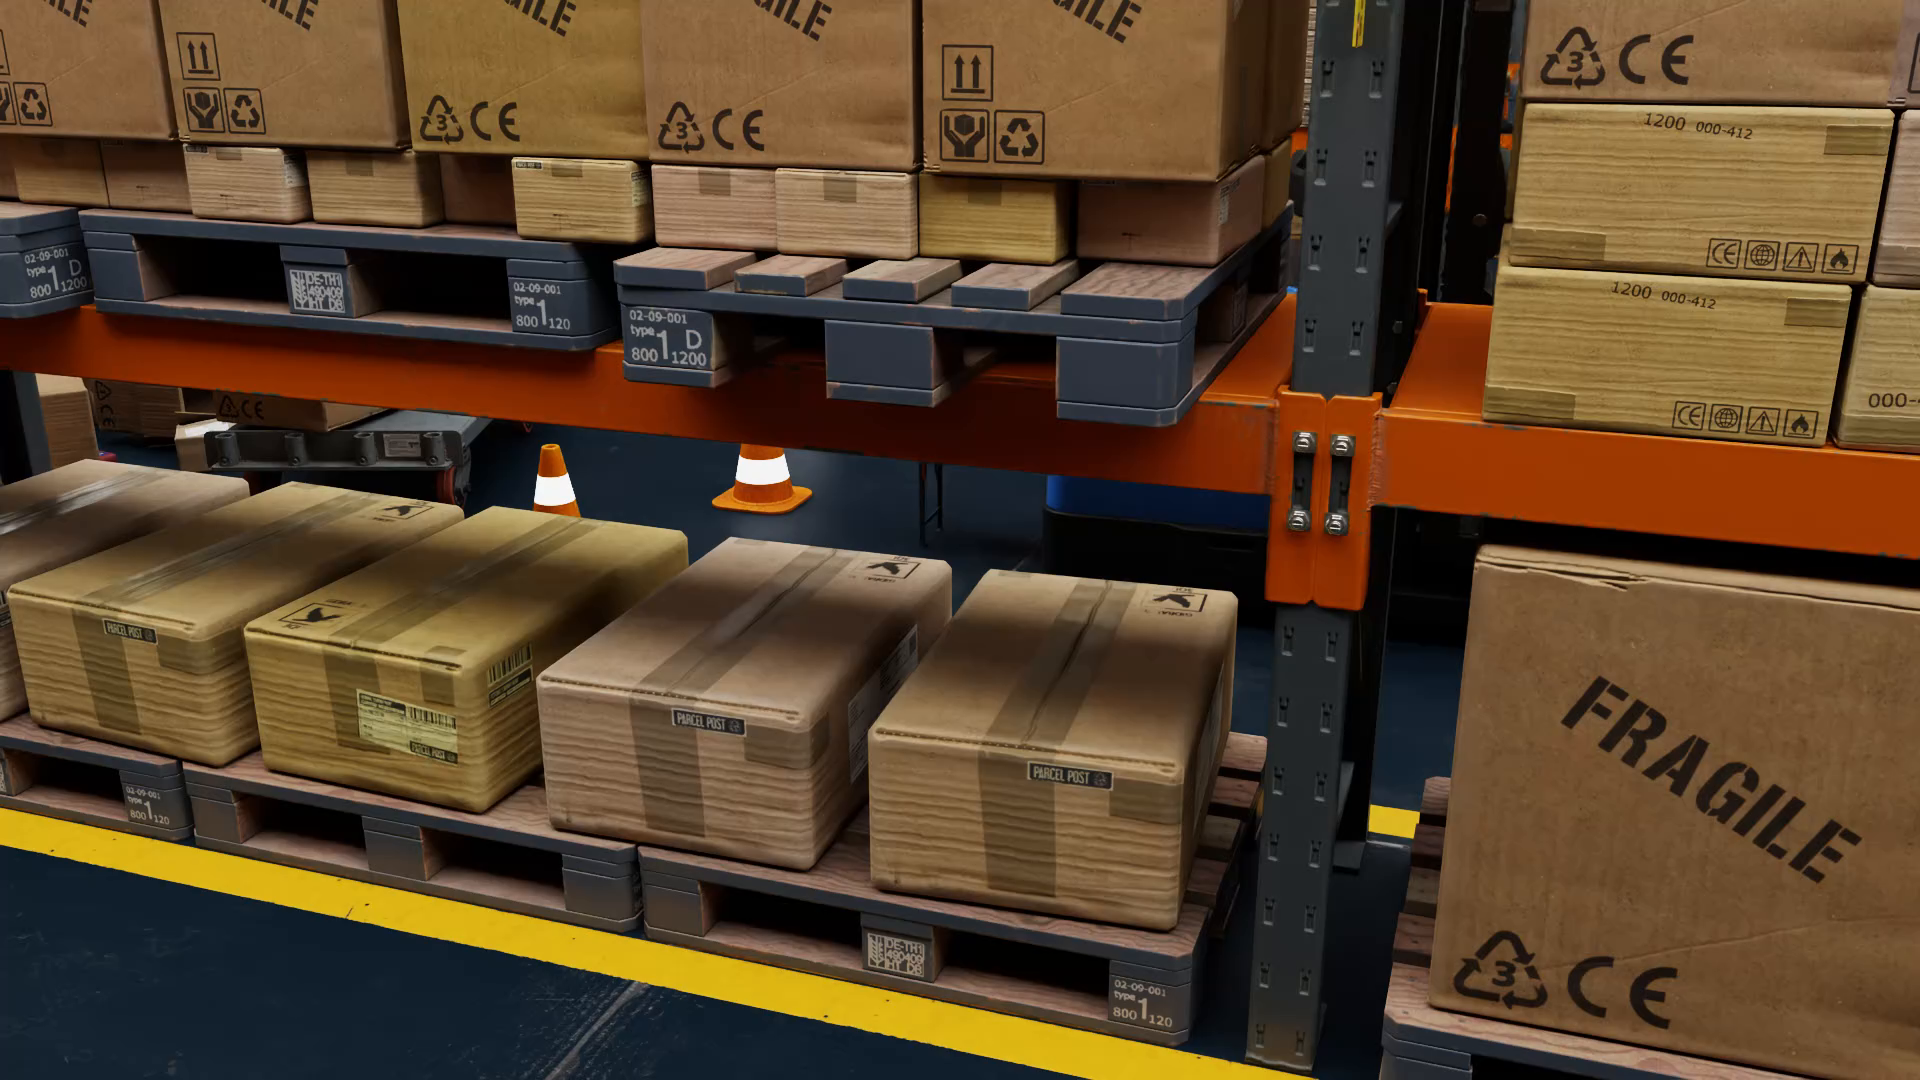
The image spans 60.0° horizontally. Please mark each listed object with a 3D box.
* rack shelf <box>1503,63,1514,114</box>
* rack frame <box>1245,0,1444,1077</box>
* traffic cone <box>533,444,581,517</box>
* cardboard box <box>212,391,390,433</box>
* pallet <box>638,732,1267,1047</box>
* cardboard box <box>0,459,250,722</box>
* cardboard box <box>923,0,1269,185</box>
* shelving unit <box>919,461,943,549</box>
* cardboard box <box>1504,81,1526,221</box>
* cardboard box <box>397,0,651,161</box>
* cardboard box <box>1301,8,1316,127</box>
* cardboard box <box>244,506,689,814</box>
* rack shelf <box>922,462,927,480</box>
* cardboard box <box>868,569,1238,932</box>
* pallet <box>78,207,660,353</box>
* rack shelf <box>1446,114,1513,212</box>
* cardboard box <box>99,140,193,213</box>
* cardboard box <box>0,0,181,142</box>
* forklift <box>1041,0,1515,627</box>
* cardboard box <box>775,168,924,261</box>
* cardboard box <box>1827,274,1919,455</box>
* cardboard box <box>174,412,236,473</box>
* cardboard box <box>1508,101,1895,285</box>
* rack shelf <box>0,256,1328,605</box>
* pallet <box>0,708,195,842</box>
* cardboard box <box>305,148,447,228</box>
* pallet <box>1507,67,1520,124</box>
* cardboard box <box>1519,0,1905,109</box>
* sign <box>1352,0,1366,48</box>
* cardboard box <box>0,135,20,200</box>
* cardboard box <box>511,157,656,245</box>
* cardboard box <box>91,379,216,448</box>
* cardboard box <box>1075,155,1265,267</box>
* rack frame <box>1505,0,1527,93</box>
[{"bbox_3d":[2.134,-3.518,12.704,4.000,0.370,1.077,7,20,18],"label":"rack shelf"},{"bbox_3d":[0.771,-0.560,3.127,0.127,3.000,1.000,7,20,18],"label":"rack frame"},{"bbox_3d":[-1.377,-0.096,5.648,0.334,0.463,0.336,7,20,18],"label":"traffic cone"},{"bbox_3d":[-2.452,-0.726,6.250,0.500,0.500,0.500,7,20,18],"label":"cardboard box"},{"bbox_3d":[0.033,0.671,3.829,1.213,0.211,1.003,7,20,18],"label":"pallet"},{"bbox_3d":[-2.512,0.106,4.569,0.625,0.372,0.950,7,20,19],"label":"cardboard box"},{"bbox_3d":[0.250,-0.909,2.885,0.500,0.500,0.500,6,20,16],"label":"cardboard box"},{"bbox_3d":[0.130,-0.549,5.828,0.503,1.200,0.258,6,20,16],"label":"shelving unit"},{"bbox_3d":[1.312,-0.752,3.146,0.500,0.250,0.500,6,20,18],"label":"cardboard box"},{"bbox_3d":[-0.719,-1.016,3.191,0.500,0.500,0.500,5,20,14],"label":"cardboard box"},{"bbox_3d":[1.786,-2.123,7.457,0.500,0.500,0.500,7,20,18],"label":"cardboard box"},{"bbox_3d":[-1.174,0.257,4.136,0.625,0.372,0.950,7,20,20],"label":"cardboard box"},{"bbox_3d":[0.130,-0.298,5.916,0.480,0.148,0.258,6,20,16],"label":"rack shelf"},{"bbox_3d":[0.240,0.418,3.674,0.625,0.372,0.950,5,20,14],"label":"cardboard box"},{"bbox_3d":[-1.113,-0.671,3.735,1.213,0.211,1.003,7,20,18],"label":"pallet"},{"bbox_3d":[4.189,-1.555,7.072,4.000,0.370,1.077,7,20,18],"label":"rack shelf"},{"bbox_3d":[-1.601,-0.810,3.585,0.250,0.149,0.380,7,20,18],"label":"cardboard box"},{"bbox_3d":[-1.723,-1.127,3.511,0.500,0.500,0.500,6,20,18],"label":"cardboard box"},{"bbox_3d":[1.847,-1.210,5.096,3.031,2.935,1.130,5,20,15],"label":"forklift"},{"bbox_3d":[-0.146,-0.622,3.047,0.250,0.149,0.380,6,20,18],"label":"cardboard box"},{"bbox_3d":[1.641,-0.309,2.632,0.500,0.250,0.500,6,20,16],"label":"cardboard box"},{"bbox_3d":[-3.073,-0.457,6.983,0.396,0.266,0.258,-7,20,-20],"label":"cardboard box"},{"bbox_3d":[1.168,-0.594,2.692,0.500,0.250,0.500,6,20,18],"label":"cardboard box"},{"bbox_3d":[-1.119,-0.437,3.865,4.000,0.370,1.077,7,20,18],"label":"rack shelf"},{"bbox_3d":[-2.272,0.408,4.585,1.213,0.211,1.003,7,20,18],"label":"pallet"},{"bbox_3d":[-1.106,-0.745,3.400,0.250,0.149,0.380,6,20,16],"label":"cardboard box"},{"bbox_3d":[3.008,-1.976,7.479,1.003,0.211,1.213,7,20,18],"label":"pallet"},{"bbox_3d":[1.156,-0.950,2.575,0.500,0.500,0.500,6,20,16],"label":"cardboard box"},{"bbox_3d":[0.601,-0.900,2.462,0.005,0.325,0.100,7,20,18],"label":"sign"},{"bbox_3d":[-2.064,-0.878,3.781,0.250,0.149,0.380,8,21,22],"label":"cardboard box"},{"bbox_3d":[-0.646,-0.677,3.205,0.250,0.149,0.380,7,20,19],"label":"cardboard box"},{"bbox_3d":[-3.410,-0.809,7.426,0.503,0.637,0.797,7,20,18],"label":"cardboard box"},{"bbox_3d":[0.384,-0.602,2.991,0.250,0.149,0.380,7,21,20],"label":"cardboard box"},{"bbox_3d":[4.023,-3.642,11.966,0.127,3.000,1.000,7,20,18],"label":"rack frame"}]
